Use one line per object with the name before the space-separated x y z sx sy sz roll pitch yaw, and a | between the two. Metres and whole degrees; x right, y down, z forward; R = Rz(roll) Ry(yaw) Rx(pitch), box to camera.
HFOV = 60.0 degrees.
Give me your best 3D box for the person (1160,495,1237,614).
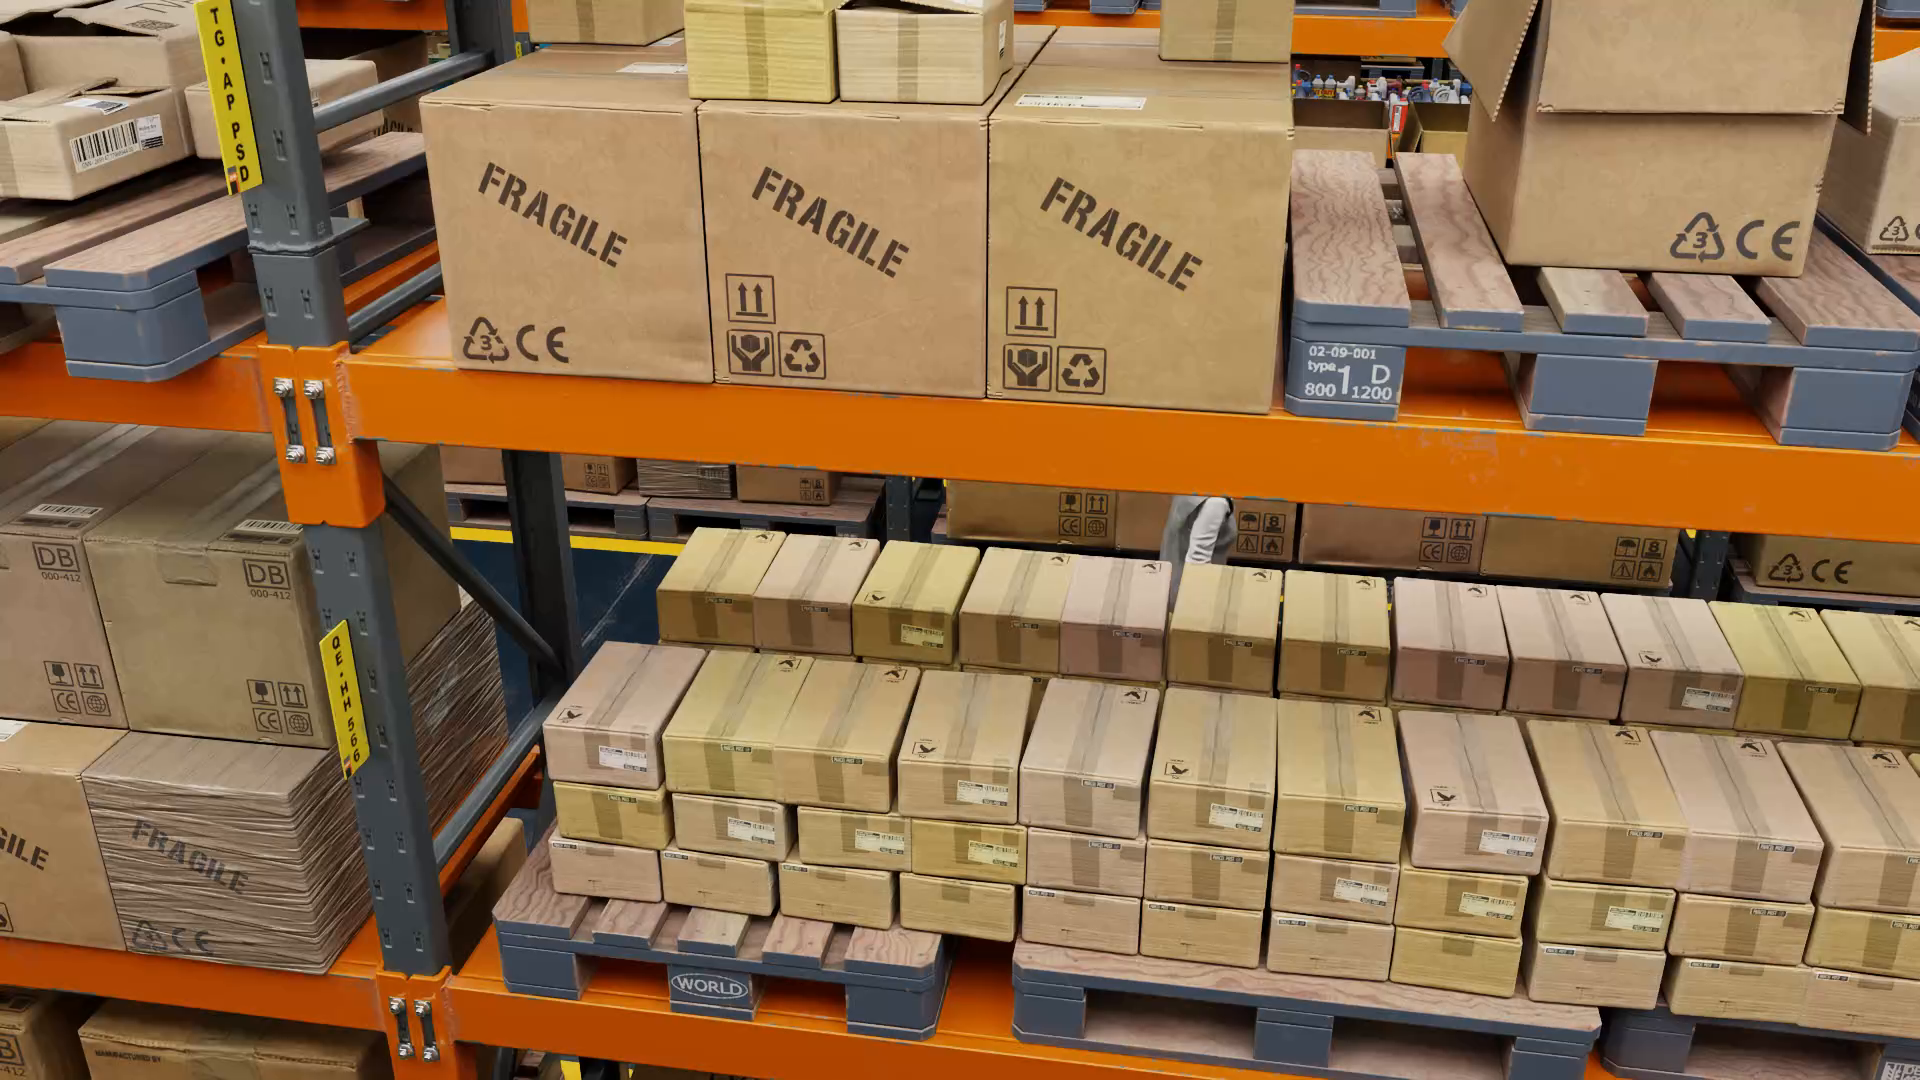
person | 0.947 0.266 6.558 0.343 1.593 0.462 4 26 9
